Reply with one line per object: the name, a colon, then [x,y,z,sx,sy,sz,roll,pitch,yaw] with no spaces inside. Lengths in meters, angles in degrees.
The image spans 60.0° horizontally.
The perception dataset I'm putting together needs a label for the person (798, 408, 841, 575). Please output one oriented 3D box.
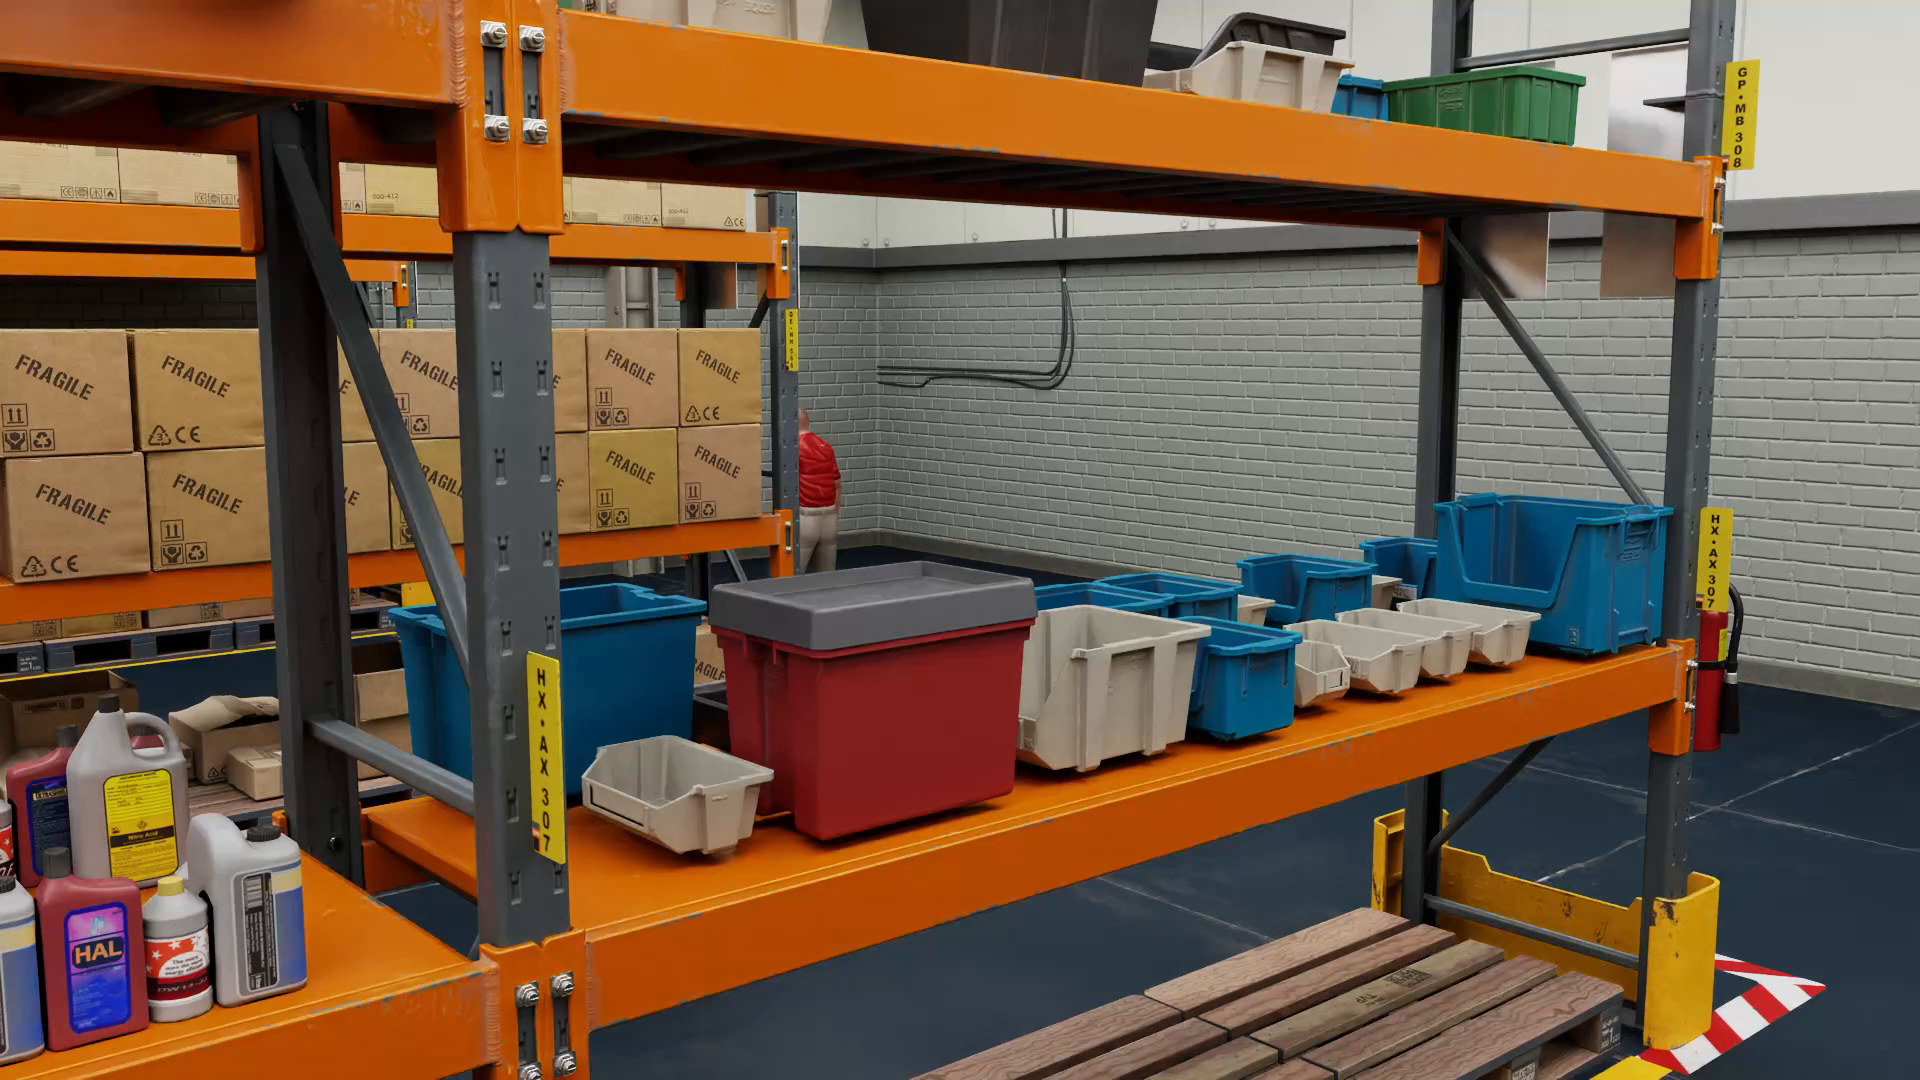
person: [-1.111,-0.096,12.081,0.605,1.726,0.393,-7,10,-44]
